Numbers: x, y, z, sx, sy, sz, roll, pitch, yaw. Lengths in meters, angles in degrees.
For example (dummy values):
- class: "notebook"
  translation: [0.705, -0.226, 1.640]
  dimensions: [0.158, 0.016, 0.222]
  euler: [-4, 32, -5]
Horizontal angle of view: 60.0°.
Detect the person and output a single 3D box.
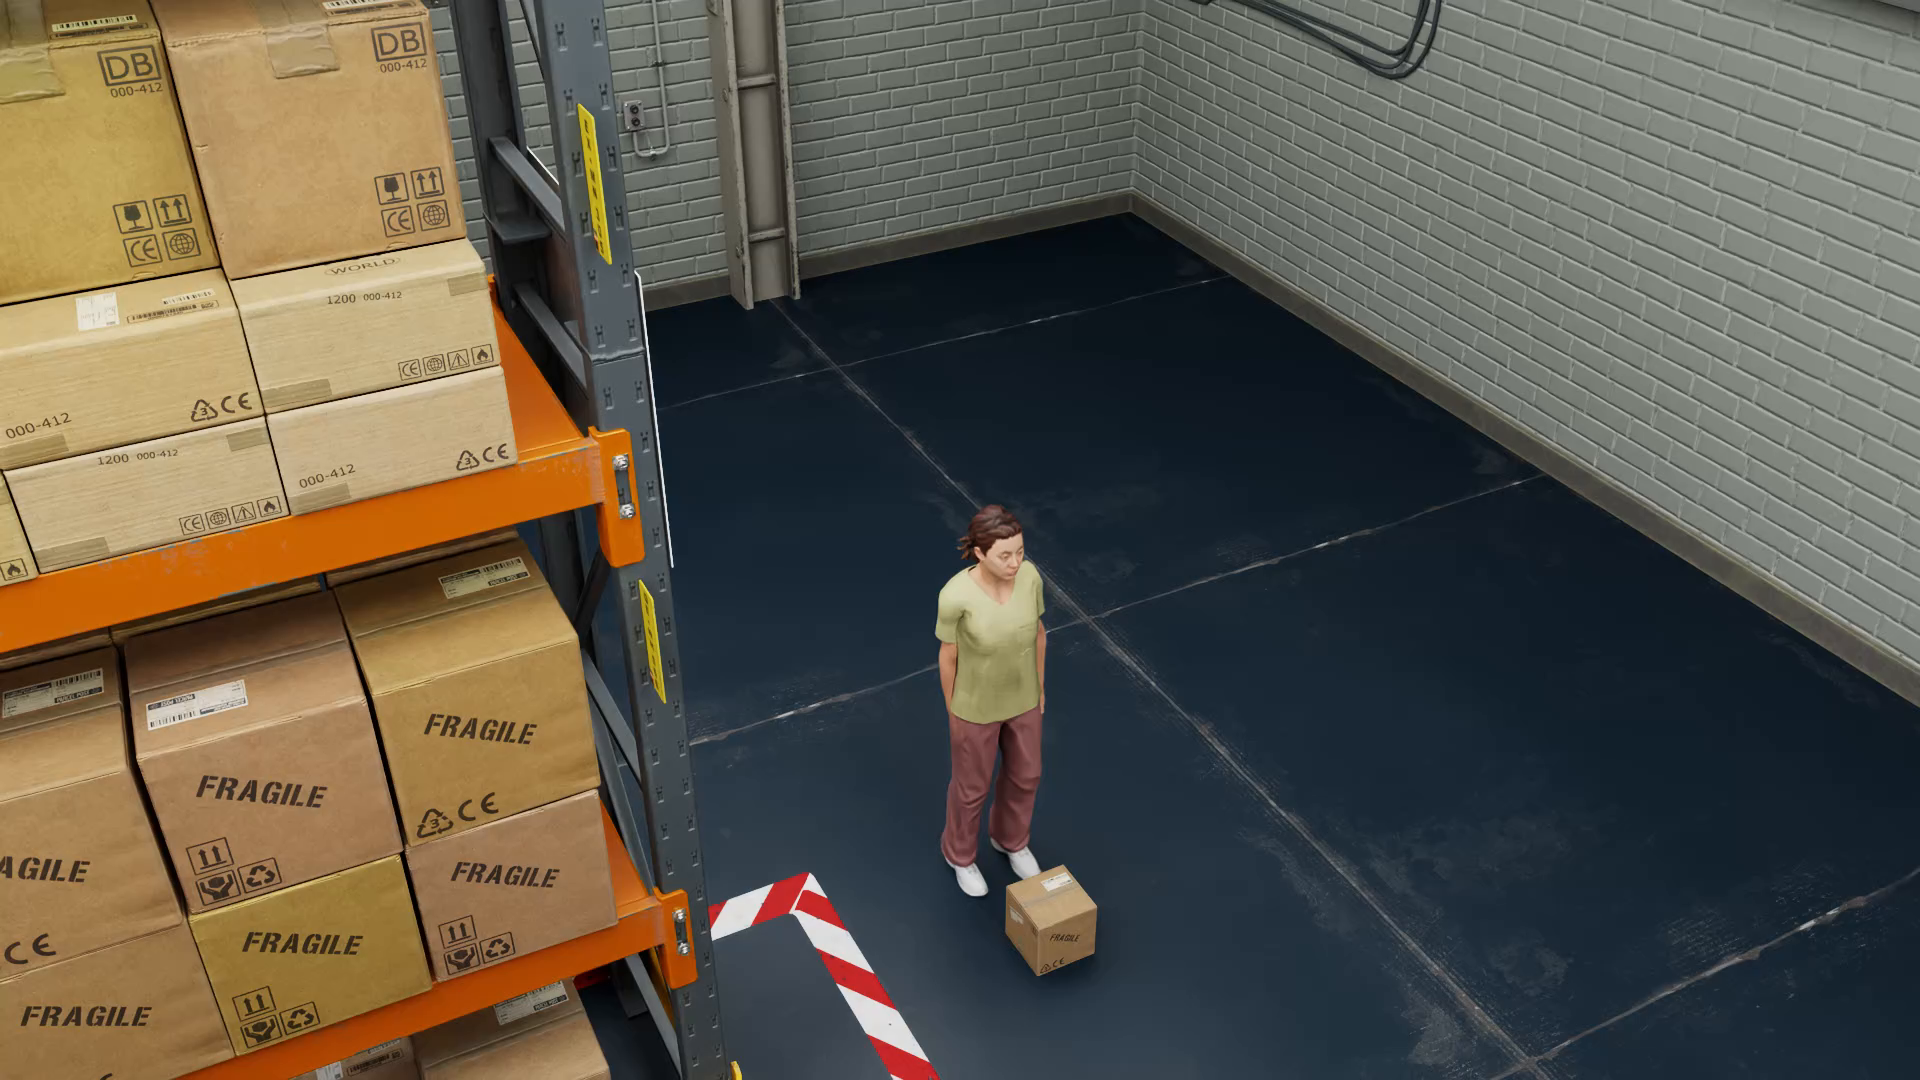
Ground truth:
- class: "person"
  translation: [0.130, 0.598, 6.234]
  dimensions: [0.441, 1.670, 0.362]
  euler: [-15, 36, -22]
